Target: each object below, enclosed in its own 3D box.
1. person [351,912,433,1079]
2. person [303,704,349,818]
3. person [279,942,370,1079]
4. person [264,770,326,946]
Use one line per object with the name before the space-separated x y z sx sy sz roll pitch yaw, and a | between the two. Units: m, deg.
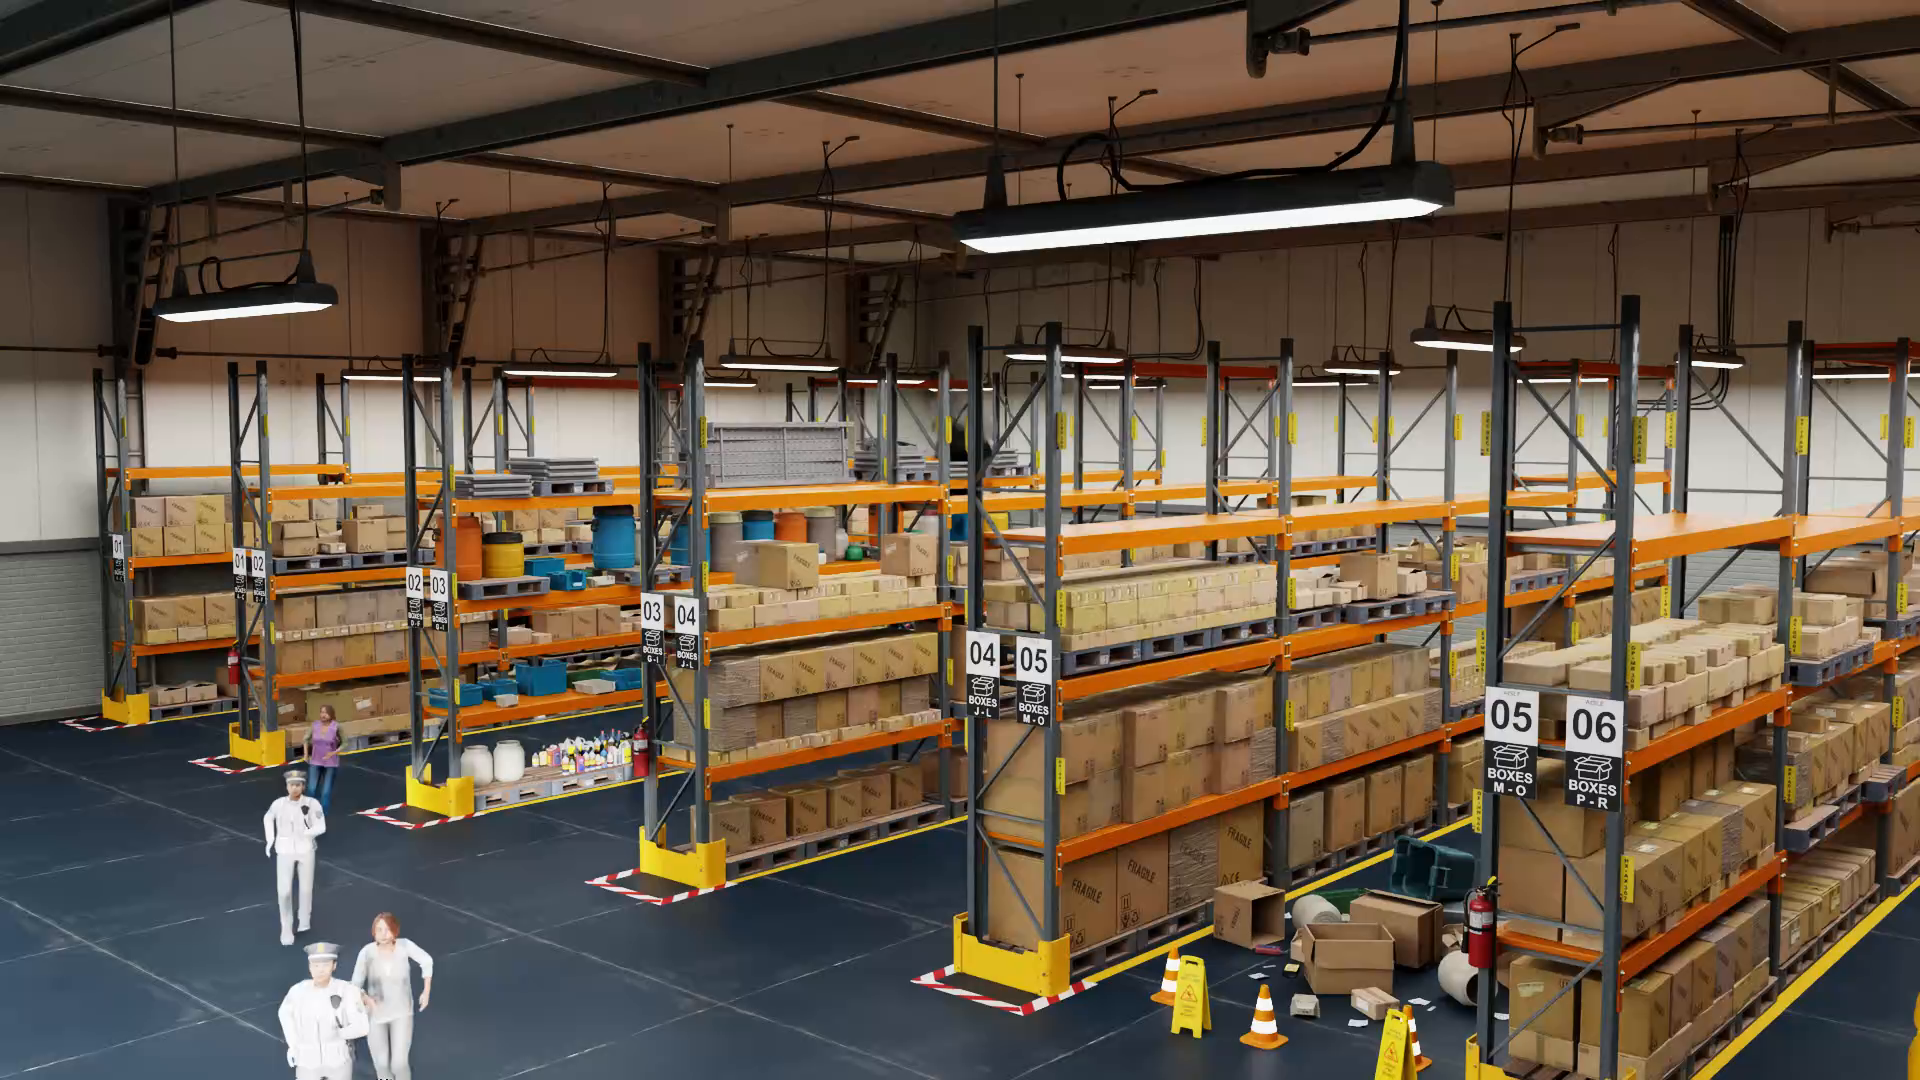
person | -4.130 3.500 12.067 0.548 1.611 0.673 -1 4 -13
person | -8.019 2.843 20.986 0.569 1.554 0.467 -1 4 -9
person | -4.210 3.509 11.008 0.593 1.752 0.709 -1 4 -15
person | -6.555 3.120 16.402 0.580 1.720 0.696 -2 4 -20
